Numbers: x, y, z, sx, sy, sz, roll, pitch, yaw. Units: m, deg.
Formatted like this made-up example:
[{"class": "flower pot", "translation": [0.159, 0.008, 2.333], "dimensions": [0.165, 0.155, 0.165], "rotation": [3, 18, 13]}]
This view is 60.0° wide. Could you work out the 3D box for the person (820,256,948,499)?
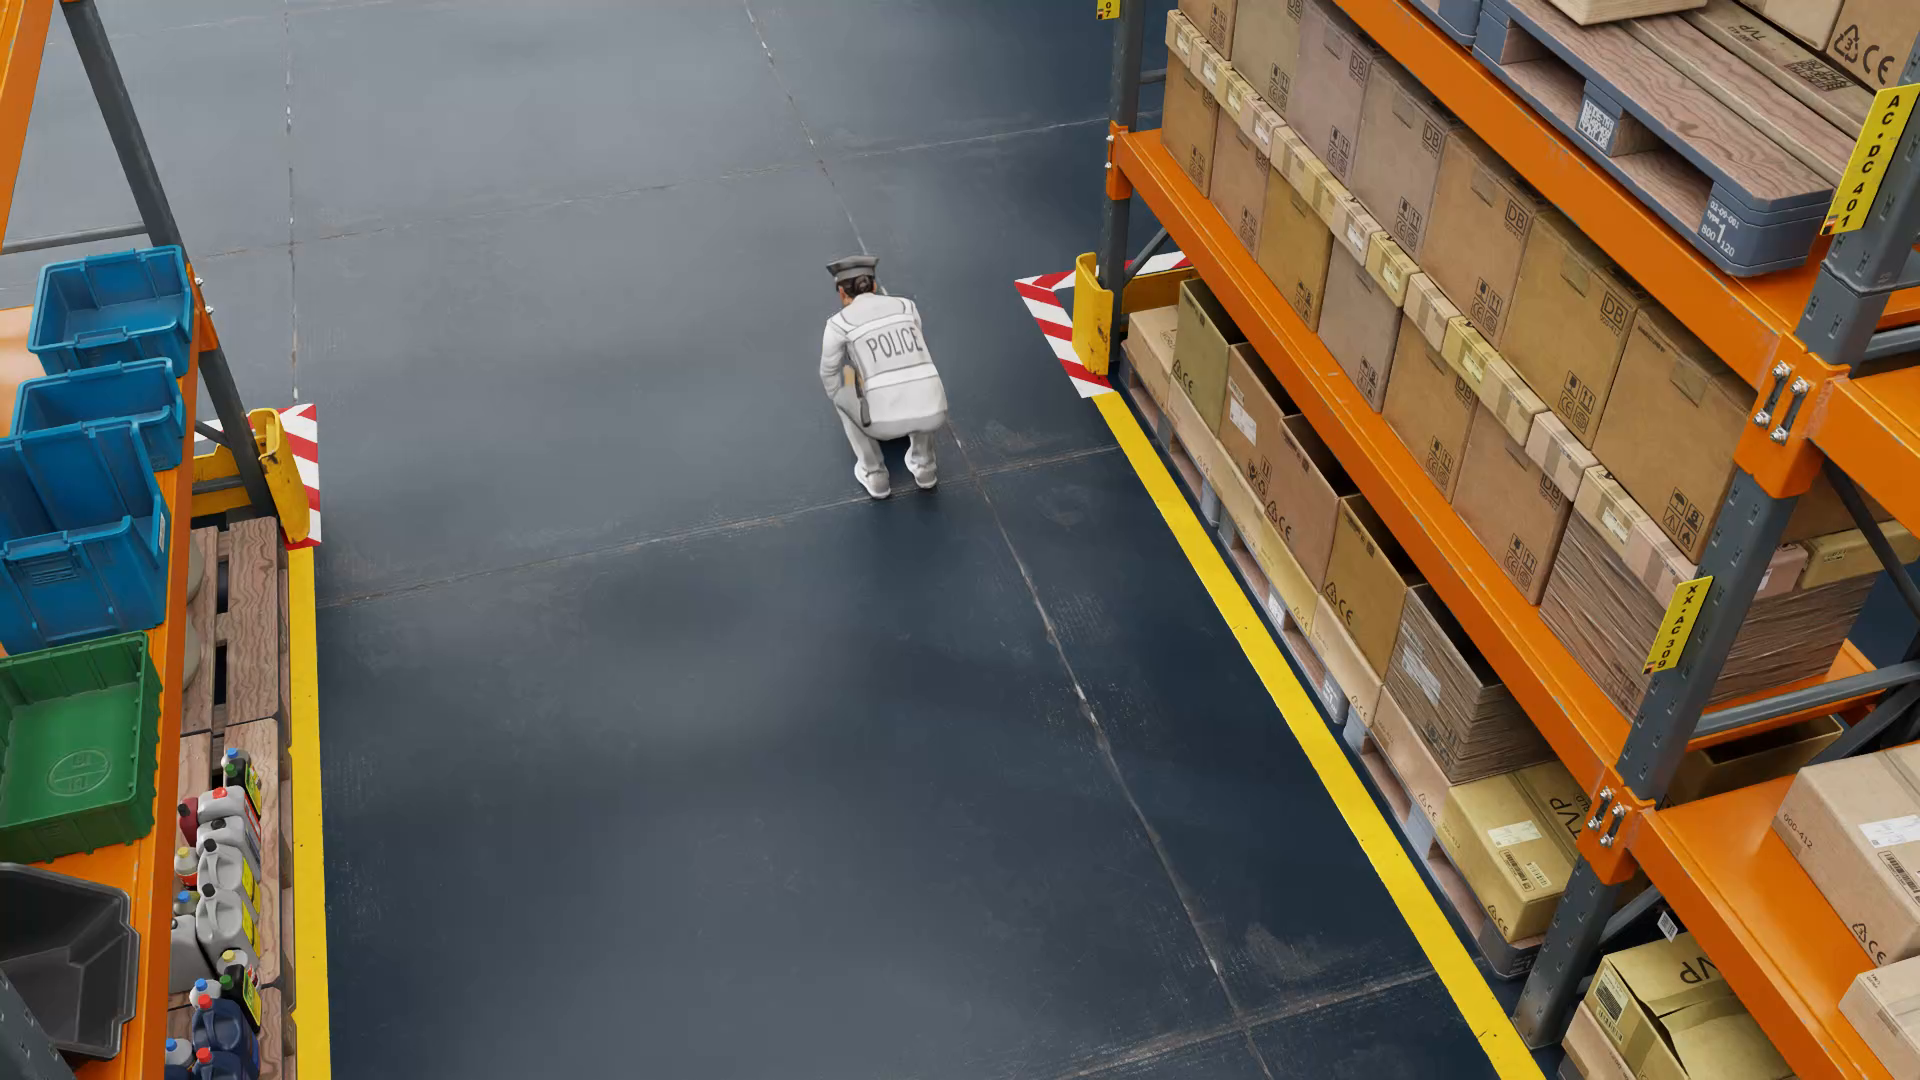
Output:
[{"class": "person", "translation": [-0.357, -0.726, 7.461], "dimensions": [0.489, 0.984, 0.845], "rotation": [-12, 44, -13]}]
